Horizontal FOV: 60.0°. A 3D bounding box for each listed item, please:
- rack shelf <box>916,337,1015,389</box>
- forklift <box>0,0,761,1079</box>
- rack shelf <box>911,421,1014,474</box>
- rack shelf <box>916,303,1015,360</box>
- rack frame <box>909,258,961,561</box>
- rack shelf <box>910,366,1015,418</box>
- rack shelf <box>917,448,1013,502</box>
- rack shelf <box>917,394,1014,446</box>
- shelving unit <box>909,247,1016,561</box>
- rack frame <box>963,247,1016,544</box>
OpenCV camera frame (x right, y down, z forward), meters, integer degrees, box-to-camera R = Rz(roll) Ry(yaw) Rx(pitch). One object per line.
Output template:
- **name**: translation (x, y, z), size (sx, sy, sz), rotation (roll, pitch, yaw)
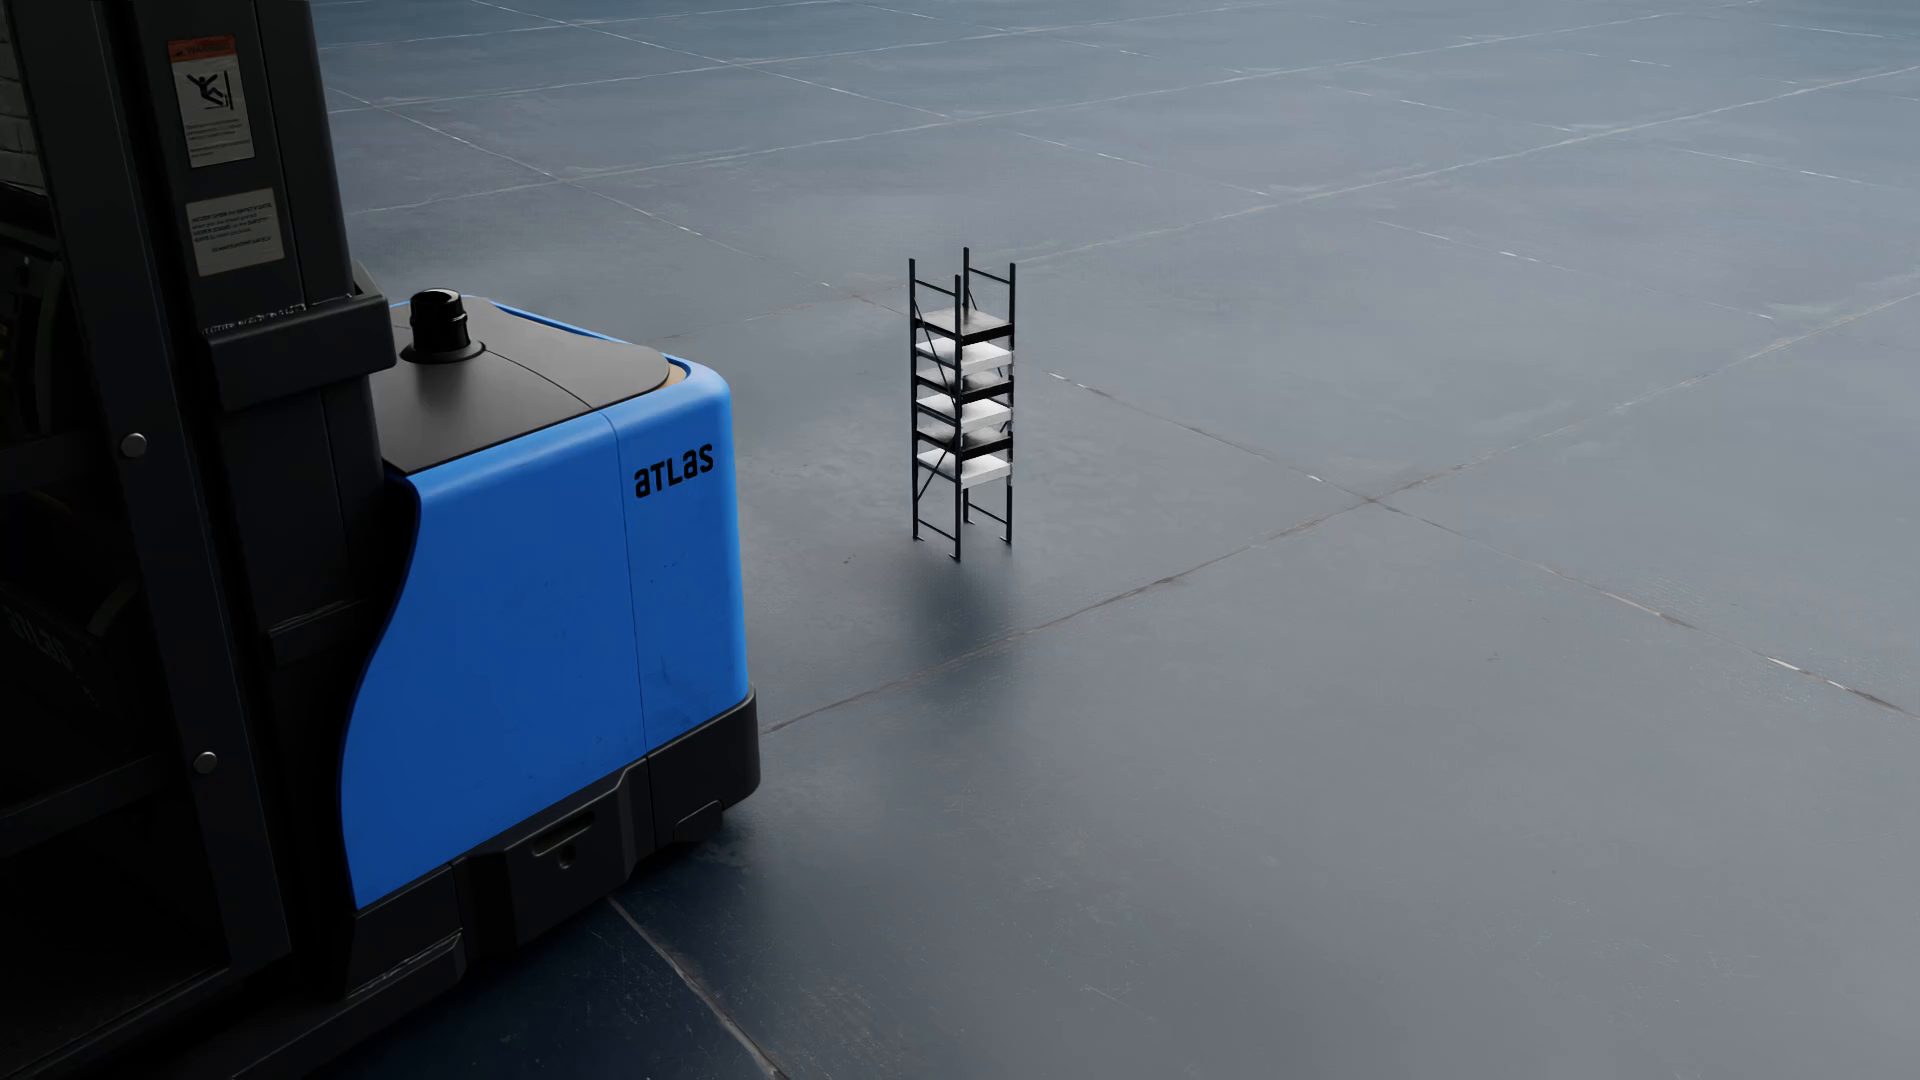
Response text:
- **rack shelf**: translation (0.006, -0.543, 5.003), size (0.200, 0.077, 0.258), rotation (-18, 31, -34)
- **forklift**: translation (-1.787, -0.356, 2.536), size (1.130, 2.935, 3.031), rotation (19, 31, 35)
- **rack shelf**: translation (0.006, -0.298, 5.117), size (0.200, 0.077, 0.258), rotation (-18, 31, -34)
- **rack shelf**: translation (0.006, -0.625, 4.965), size (0.200, 0.077, 0.258), rotation (-18, 31, -34)
- **rack frame**: translation (-0.074, -0.384, 5.008), size (0.006, 0.900, 0.240), rotation (-18, 31, -34)
- **rack shelf**: translation (0.006, -0.462, 5.041), size (0.200, 0.077, 0.258), rotation (-18, 31, -34)
- **rack shelf**: translation (0.006, -0.217, 5.155), size (0.200, 0.077, 0.258), rotation (-18, 31, -34)
- **rack shelf**: translation (0.006, -0.380, 5.079), size (0.200, 0.077, 0.258), rotation (-18, 31, -34)
- **shelving unit**: translation (0.006, -0.410, 5.065), size (0.210, 0.900, 0.258), rotation (-18, 31, -34)
- **rack frame**: translation (0.086, -0.437, 5.122), size (0.006, 0.900, 0.240), rotation (-18, 31, -34)
